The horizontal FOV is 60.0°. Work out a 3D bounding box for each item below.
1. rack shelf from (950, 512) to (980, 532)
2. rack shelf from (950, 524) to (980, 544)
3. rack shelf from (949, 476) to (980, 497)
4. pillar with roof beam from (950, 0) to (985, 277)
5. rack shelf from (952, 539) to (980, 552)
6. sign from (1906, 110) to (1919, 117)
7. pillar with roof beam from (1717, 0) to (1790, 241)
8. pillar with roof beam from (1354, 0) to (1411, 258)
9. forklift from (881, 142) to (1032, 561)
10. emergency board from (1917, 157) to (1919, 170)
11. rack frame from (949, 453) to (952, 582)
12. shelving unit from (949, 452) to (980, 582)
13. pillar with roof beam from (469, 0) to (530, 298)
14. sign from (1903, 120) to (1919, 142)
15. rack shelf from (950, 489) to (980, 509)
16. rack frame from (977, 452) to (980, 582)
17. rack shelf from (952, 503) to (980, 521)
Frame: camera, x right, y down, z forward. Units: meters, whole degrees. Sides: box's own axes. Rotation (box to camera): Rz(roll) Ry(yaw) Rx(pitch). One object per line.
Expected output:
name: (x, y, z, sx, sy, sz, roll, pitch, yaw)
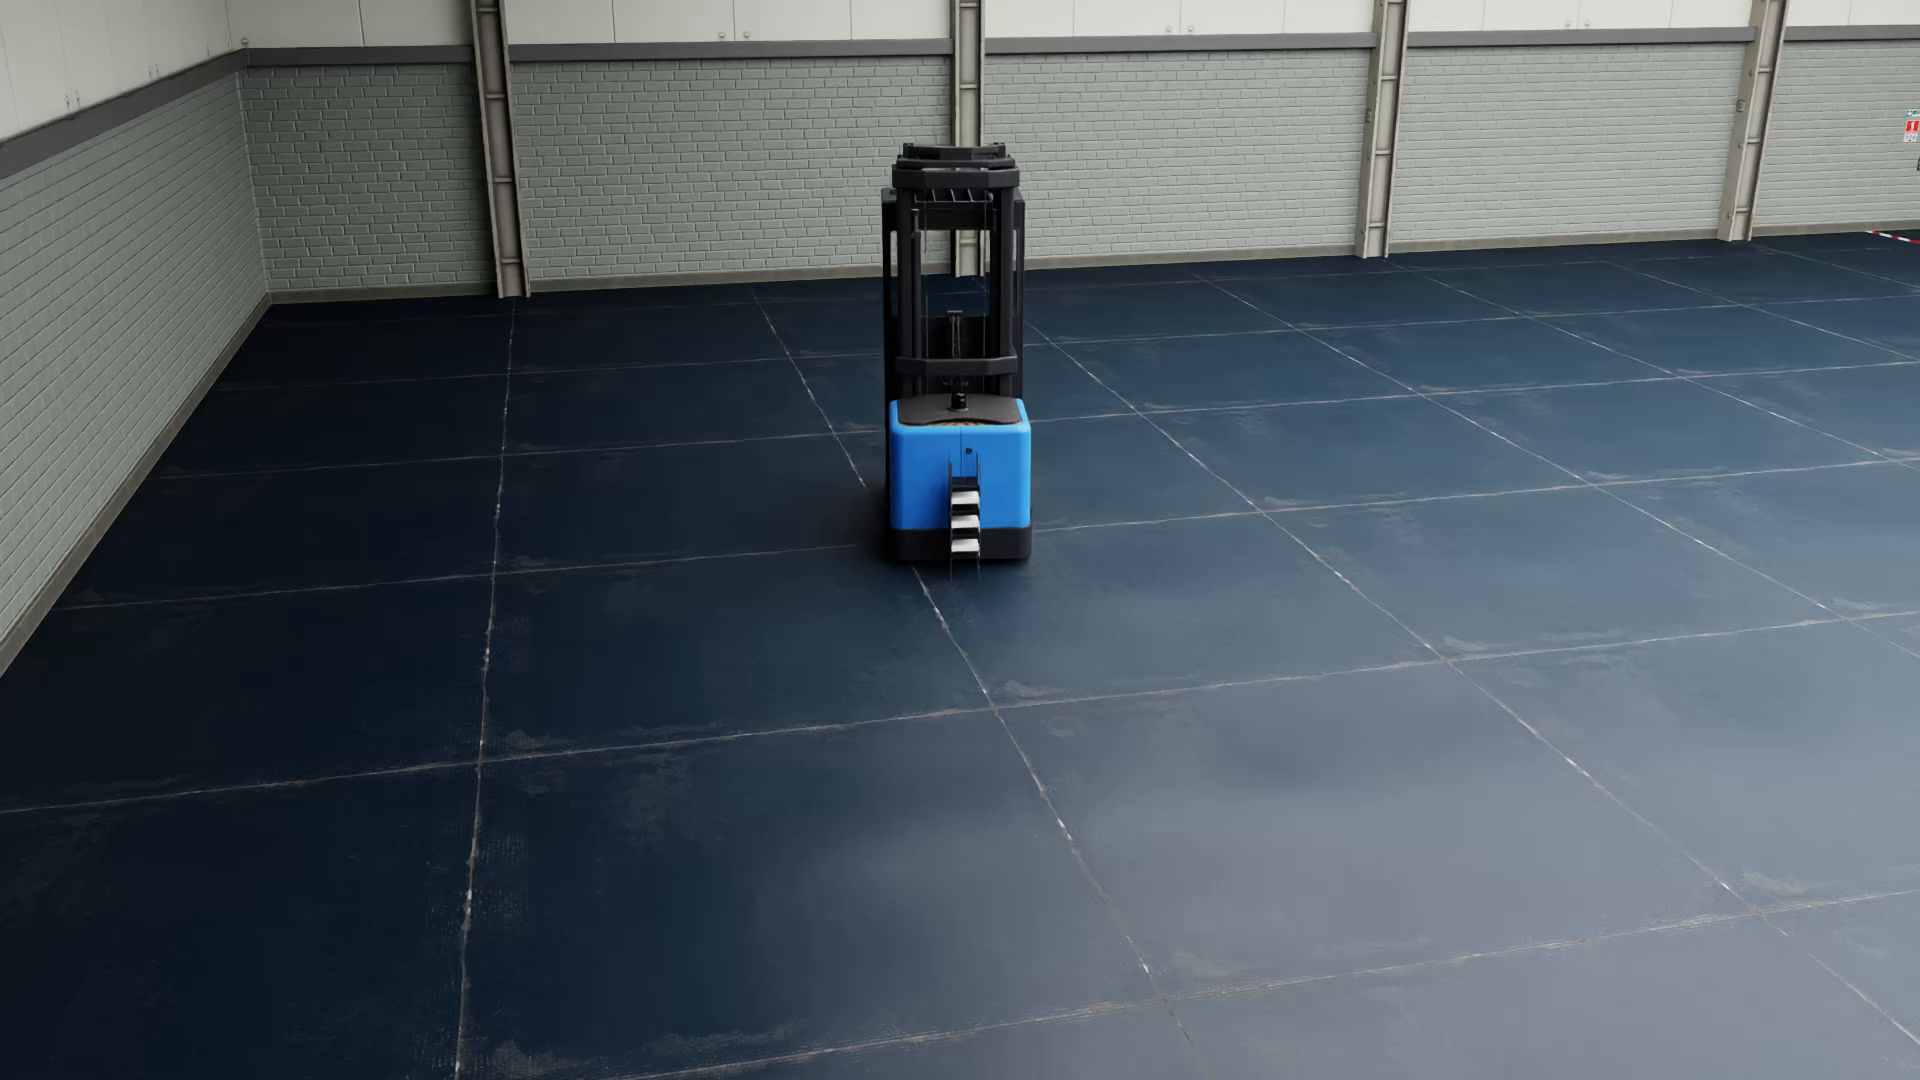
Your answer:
rack shelf: (0.031, -0.129, 11.957, 0.200, 0.077, 0.258, -1, 20, -4)
rack shelf: (0.031, -0.045, 11.988, 0.200, 0.077, 0.258, -1, 20, -4)
rack shelf: (0.031, -0.383, 11.864, 0.200, 0.077, 0.258, -1, 20, -4)
pillar with roof beam: (1.086, -6.417, 17.250, 0.400, 9.000, 9.100, -5, 21, -12)
rack shelf: (0.031, 0.040, 12.019, 0.200, 0.077, 0.258, -1, 20, -4)
sign: (14.644, -6.537, 25.476, 0.331, 0.109, 0.001, -5, 21, -12)
pillar with roof beam: (12.764, -7.367, 19.843, 0.400, 9.000, 9.100, -5, 21, -12)
pillar with roof beam: (6.925, -6.892, 18.547, 0.400, 9.000, 9.100, -5, 21, -12)
forklift: (-0.062, -1.684, 13.151, 1.130, 2.935, 3.031, -1, 20, -3)
emergency board: (15.186, -6.289, 25.621, 0.626, 1.169, 0.157, -5, 21, -12)
rack frame: (-0.070, -0.158, 11.939, 0.006, 0.900, 0.240, -1, 20, -4)
shelving unit: (0.031, -0.161, 11.945, 0.210, 0.900, 0.258, -1, 20, -4)
pillar with roof beam: (-4.753, -5.942, 15.954, 0.400, 9.000, 9.100, -5, 21, -12)
sign: (14.637, -6.291, 25.575, 0.234, 0.329, 0.001, -5, 21, -12)
rack shelf: (0.031, -0.298, 11.895, 0.200, 0.077, 0.258, -1, 20, -4)
rack frame: (0.133, -0.163, 11.952, 0.006, 0.900, 0.240, -1, 20, -4)
rack shelf: (0.031, -0.214, 11.926, 0.200, 0.077, 0.258, -1, 20, -4)
